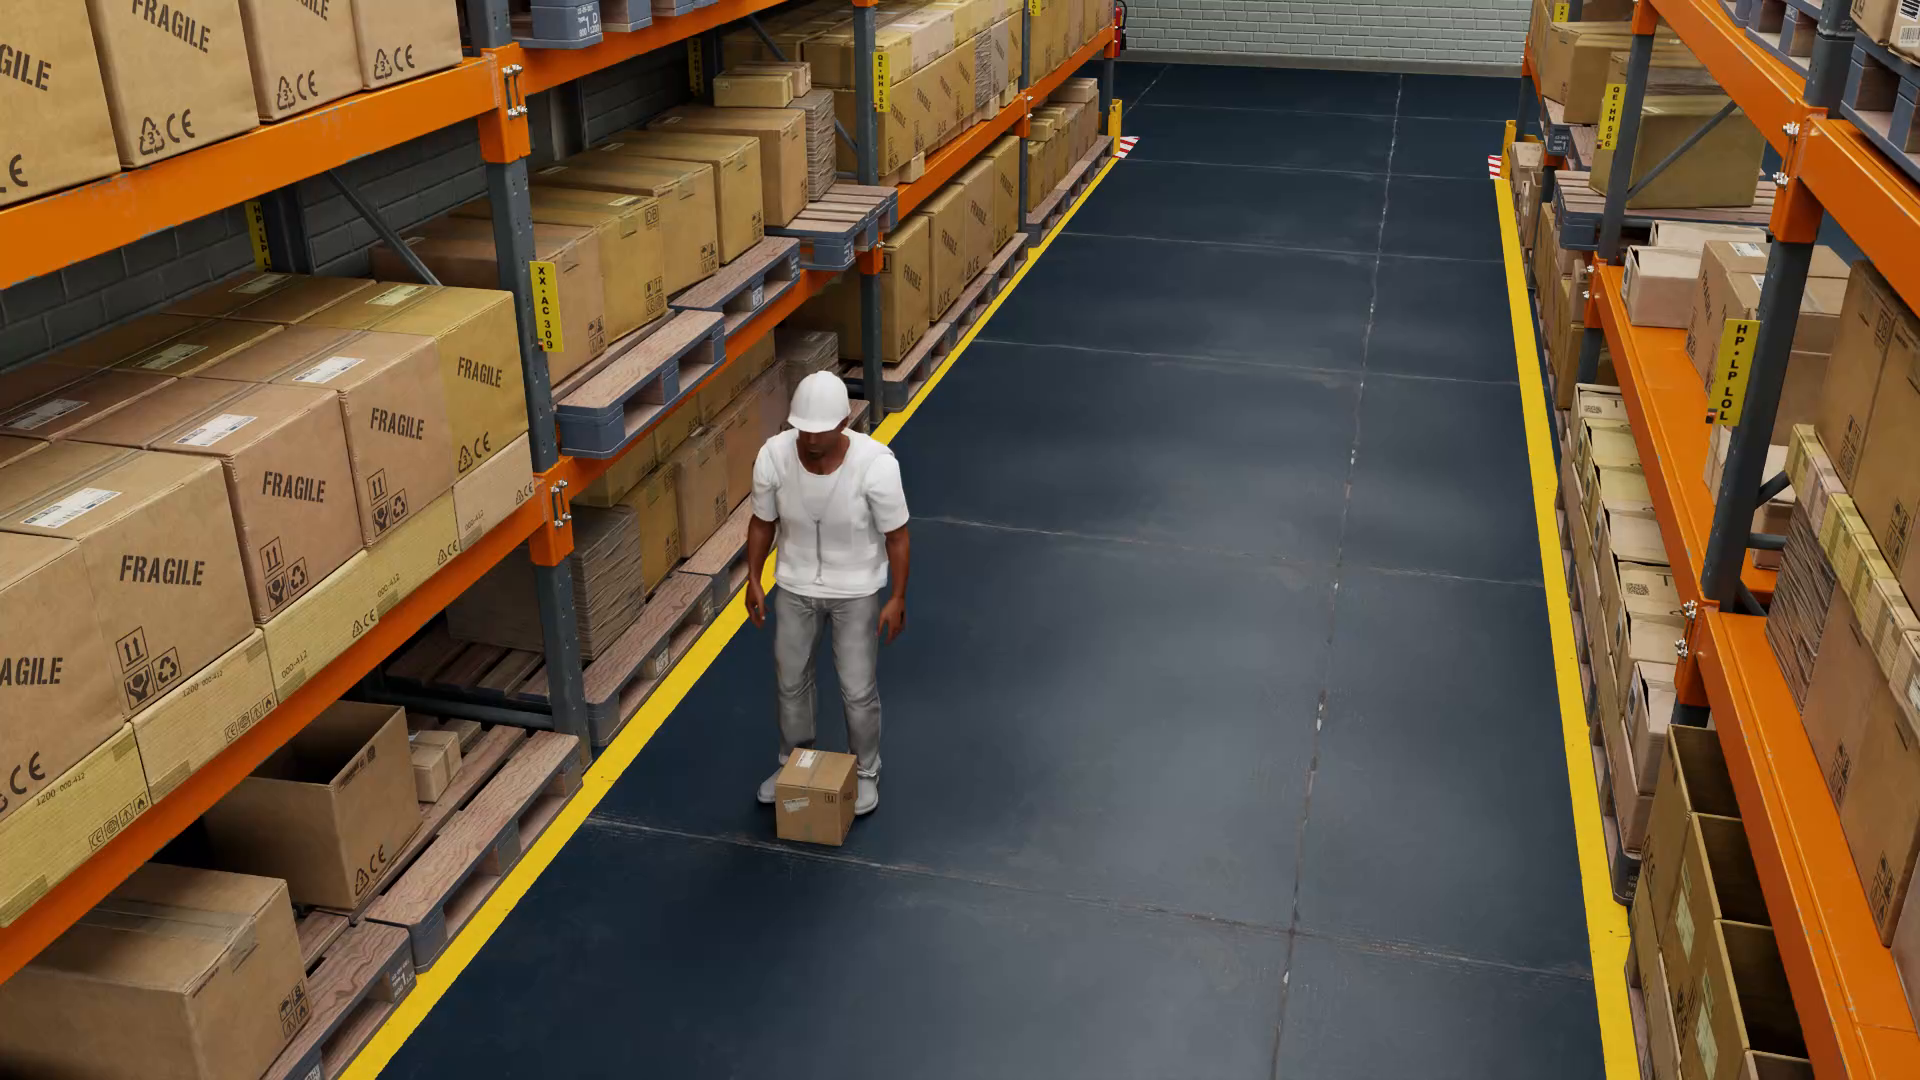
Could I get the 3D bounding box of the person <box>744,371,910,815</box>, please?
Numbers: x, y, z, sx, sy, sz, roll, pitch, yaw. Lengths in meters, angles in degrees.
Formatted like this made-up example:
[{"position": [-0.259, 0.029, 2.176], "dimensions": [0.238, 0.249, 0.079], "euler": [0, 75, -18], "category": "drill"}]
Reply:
[{"position": [-0.498, 0.191, 6.180], "dimensions": [0.627, 1.761, 0.458], "euler": [5, 26, 11], "category": "person"}]
